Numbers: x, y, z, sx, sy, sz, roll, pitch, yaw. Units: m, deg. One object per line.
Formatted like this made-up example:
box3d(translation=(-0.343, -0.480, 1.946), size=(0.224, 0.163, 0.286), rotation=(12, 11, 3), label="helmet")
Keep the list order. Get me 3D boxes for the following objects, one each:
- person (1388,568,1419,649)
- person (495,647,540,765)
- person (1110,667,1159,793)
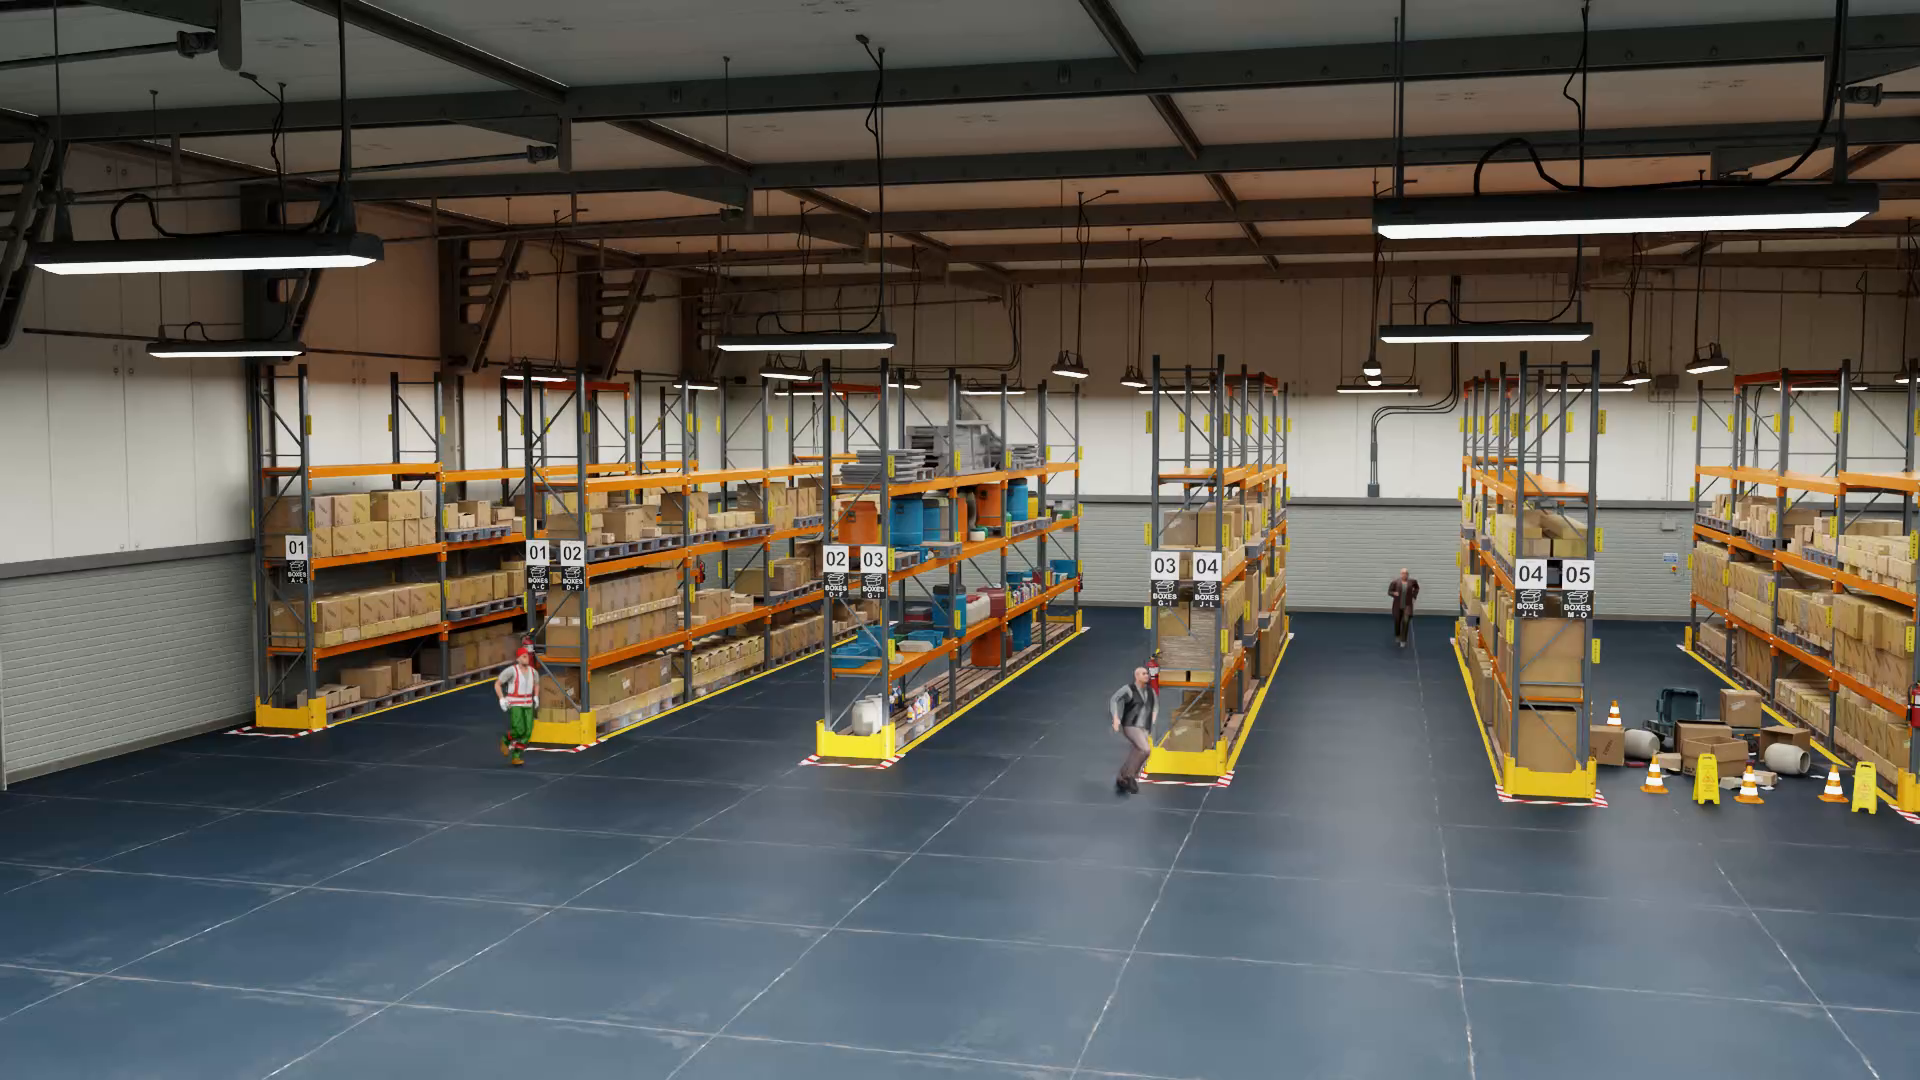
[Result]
box3d(translation=(9.945, 1.504, 37.363), size=(0.656, 1.760, 1.100), rotation=(1, 4, 20), label="person")
box3d(translation=(-6.516, 2.450, 24.608), size=(0.565, 1.736, 0.689), rotation=(4, 5, 43), label="person")
box3d(translation=(2.456, 2.579, 22.721), size=(0.639, 1.670, 0.677), rotation=(-3, 5, -35), label="person")
